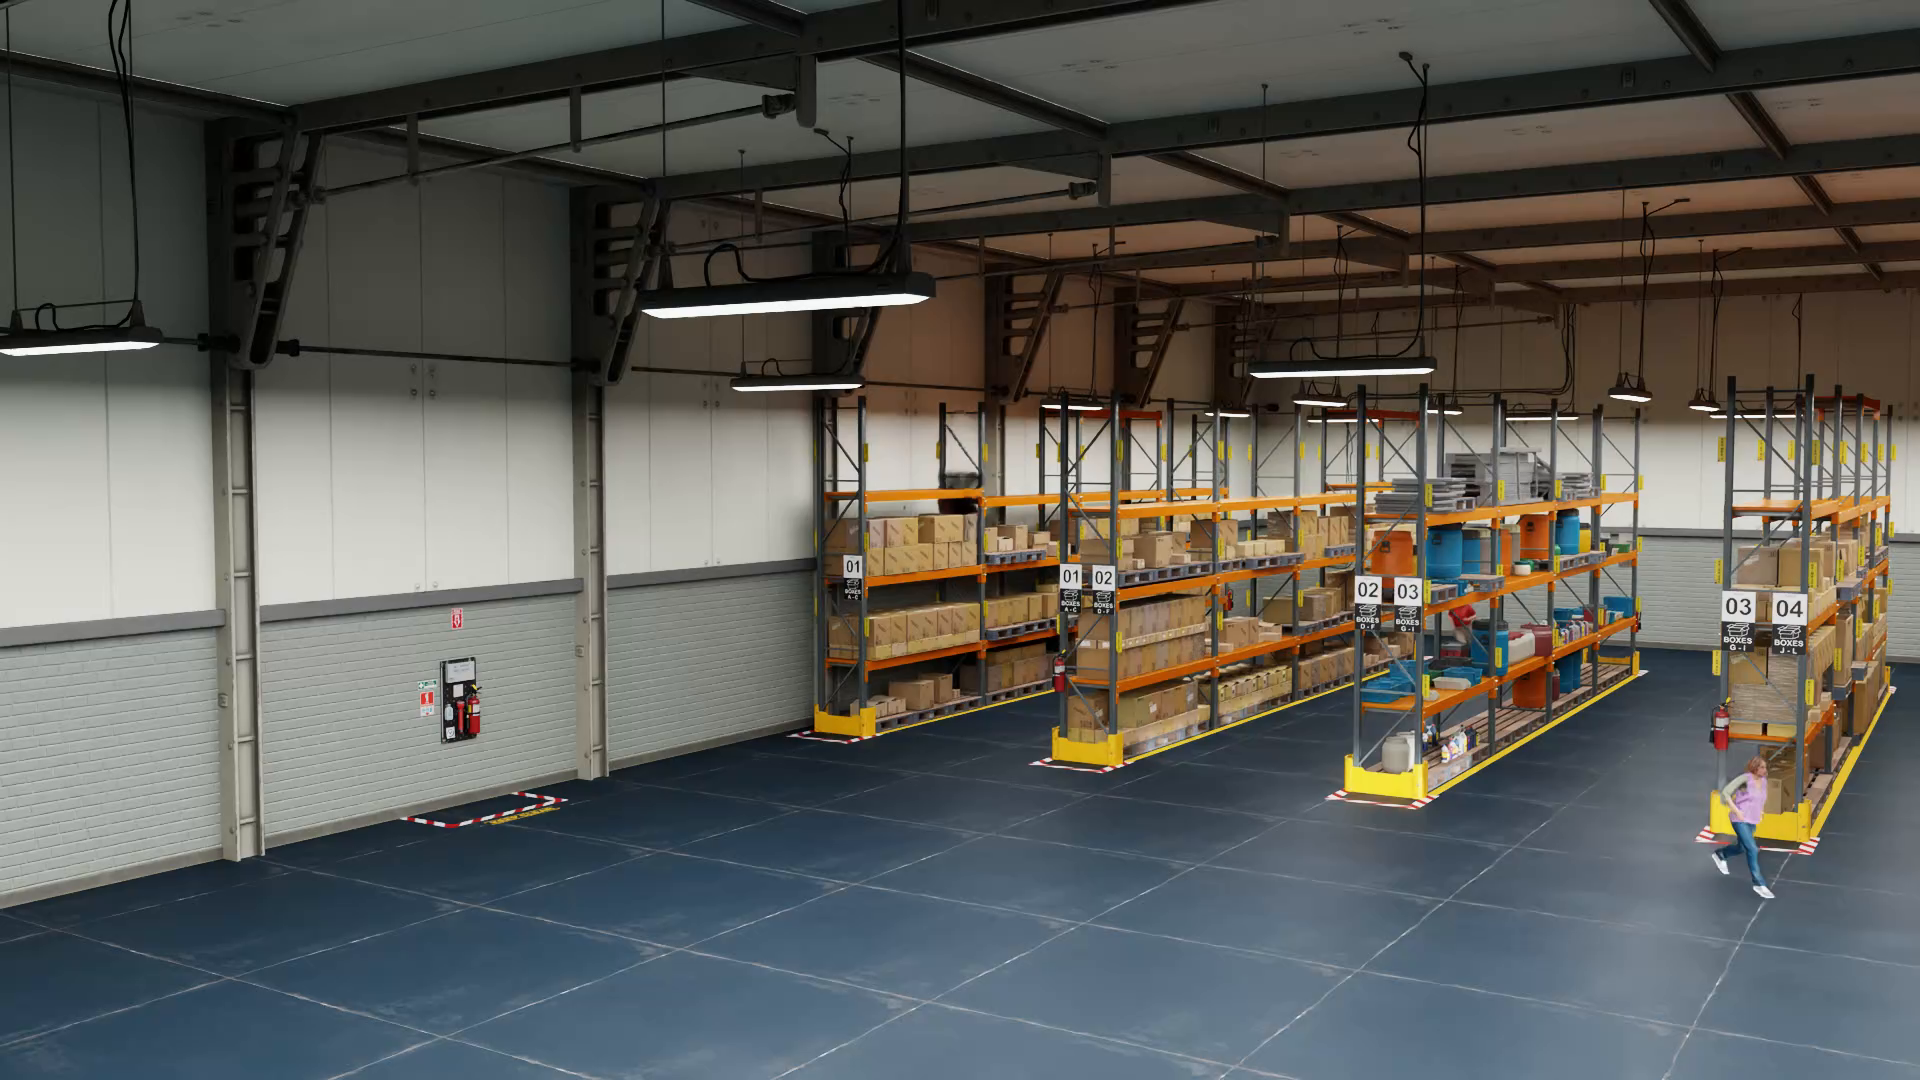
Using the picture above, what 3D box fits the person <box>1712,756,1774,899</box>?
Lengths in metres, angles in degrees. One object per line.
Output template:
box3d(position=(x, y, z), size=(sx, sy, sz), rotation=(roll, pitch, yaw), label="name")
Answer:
box3d(position=(8.933, 3.218, 19.022), size=(0.544, 1.573, 0.922), rotation=(-1, 3, -17), label="person")

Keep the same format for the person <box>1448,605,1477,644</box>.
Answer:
box3d(position=(11.663, 2.134, 38.627), size=(0.678, 1.703, 0.951), rotation=(1, 3, 22), label="person")
